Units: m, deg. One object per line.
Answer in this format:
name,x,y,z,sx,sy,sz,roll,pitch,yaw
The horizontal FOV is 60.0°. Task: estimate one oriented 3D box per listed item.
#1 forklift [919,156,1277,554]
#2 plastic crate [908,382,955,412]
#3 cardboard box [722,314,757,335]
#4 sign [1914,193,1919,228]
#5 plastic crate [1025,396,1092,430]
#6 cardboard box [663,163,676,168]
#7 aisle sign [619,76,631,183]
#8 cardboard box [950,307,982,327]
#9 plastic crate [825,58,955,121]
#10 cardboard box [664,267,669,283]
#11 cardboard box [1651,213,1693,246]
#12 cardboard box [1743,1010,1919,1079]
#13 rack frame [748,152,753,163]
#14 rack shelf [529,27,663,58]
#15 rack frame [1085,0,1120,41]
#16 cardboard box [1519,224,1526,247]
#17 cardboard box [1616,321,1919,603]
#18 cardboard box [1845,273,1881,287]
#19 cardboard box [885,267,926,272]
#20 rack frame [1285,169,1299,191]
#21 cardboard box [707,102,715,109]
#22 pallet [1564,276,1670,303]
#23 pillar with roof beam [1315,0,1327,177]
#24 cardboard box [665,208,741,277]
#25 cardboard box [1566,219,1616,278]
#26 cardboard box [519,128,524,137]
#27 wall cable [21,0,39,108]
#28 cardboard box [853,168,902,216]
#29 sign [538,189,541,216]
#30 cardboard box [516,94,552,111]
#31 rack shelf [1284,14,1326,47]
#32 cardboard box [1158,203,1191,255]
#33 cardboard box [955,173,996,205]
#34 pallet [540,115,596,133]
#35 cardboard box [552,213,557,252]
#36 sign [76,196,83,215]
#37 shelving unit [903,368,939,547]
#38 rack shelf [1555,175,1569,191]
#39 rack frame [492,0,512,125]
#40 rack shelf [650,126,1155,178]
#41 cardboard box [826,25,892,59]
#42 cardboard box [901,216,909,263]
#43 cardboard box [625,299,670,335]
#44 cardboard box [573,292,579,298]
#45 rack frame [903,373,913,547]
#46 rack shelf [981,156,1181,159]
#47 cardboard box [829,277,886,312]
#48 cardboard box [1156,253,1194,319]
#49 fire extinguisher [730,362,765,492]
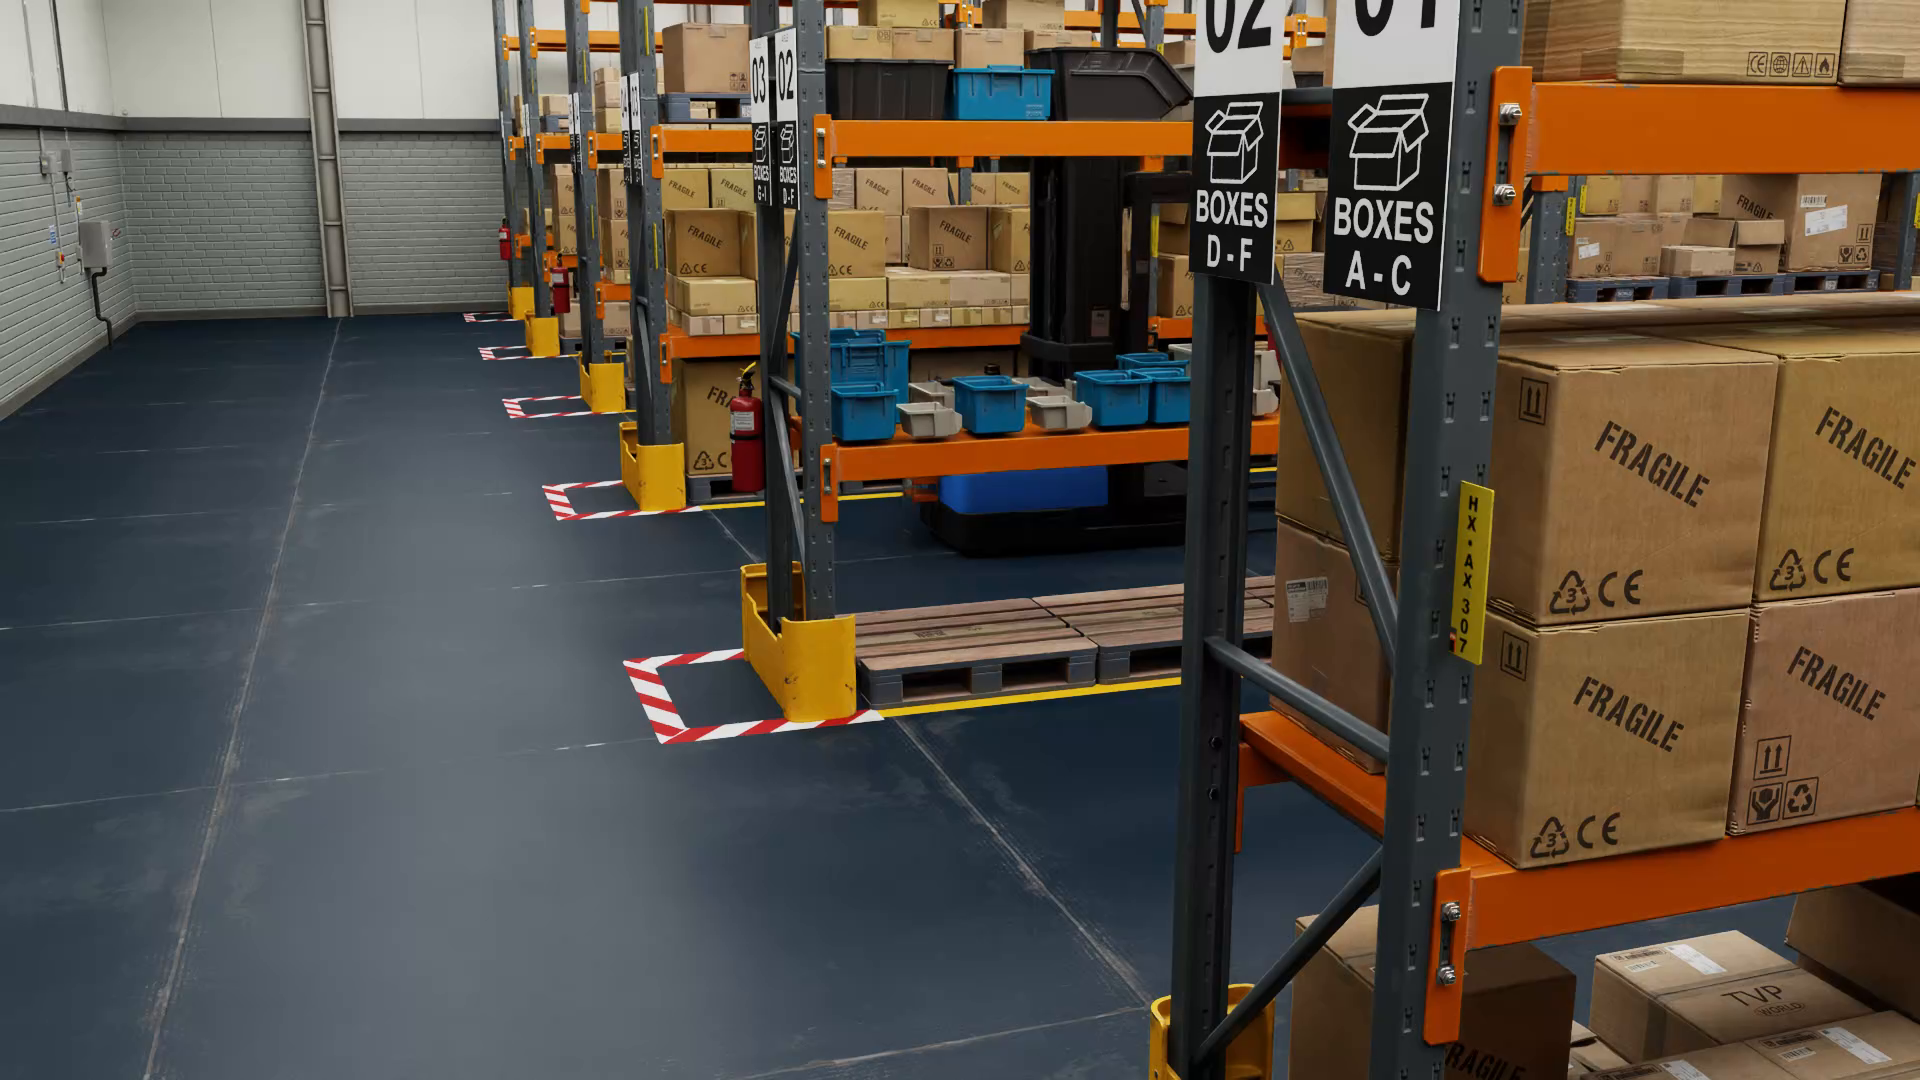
forklift,1.285,-1.505,11.638,3.031,2.935,1.130,-4,14,-17
plastic crate,-0.102,-0.725,8.651,0.243,0.136,0.396,-4,14,-18
cardboard box,-1.713,-1.662,12.690,0.250,0.149,0.380,-5,14,-19
sign,9.157,-3.138,15.853,0.005,0.325,0.100,-4,14,-18
plastic crate,0.495,-0.627,8.237,0.298,0.136,0.250,-4,14,-18
cardboard box,-3.899,-4.893,21.953,0.250,0.149,0.380,-4,14,-18
aisle sign,-2.561,-3.136,12.727,0.004,0.787,0.394,-4,14,-18
cardboard box,-0.008,-1.795,13.248,0.250,0.149,0.380,-5,14,-19
plastic crate,-0.364,-2.088,7.738,0.590,0.269,0.497,-4,14,-18
cardboard box,-2.972,-2.772,17.357,0.250,0.149,0.380,-5,14,-20
cardboard box,8.899,-3.954,21.461,0.550,0.550,0.875,-4,14,-18
cardboard box,2.312,1.434,4.123,0.500,0.250,0.500,-4,14,-18
rack frame,-3.353,-5.368,27.728,0.127,3.000,1.000,-4,14,-18
rack shelf,-3.662,-6.506,21.967,4.000,0.370,1.077,-4,14,-18
rack frame,2.024,-7.493,23.700,0.127,3.000,1.000,-4,14,-18
cardboard box,6.602,-3.706,20.525,0.500,0.500,0.500,-5,14,-19
cardboard box,1.756,-0.188,3.575,0.500,0.500,0.500,-4,14,-17
cardboard box,9.086,-2.655,16.864,0.250,0.149,0.380,-4,14,-18
cardboard box,-0.567,-2.091,13.632,0.500,0.250,0.500,-4,14,-18
rack frame,3.699,-3.497,19.861,0.127,3.000,1.000,-4,14,-18
cardboard box,-2.407,-4.585,17.196,0.500,0.250,0.500,-4,14,-17
pallet,5.826,-2.384,15.598,1.003,0.211,1.213,-4,14,-18
pillar with roof beam,8.446,-8.374,27.403,0.400,9.000,9.100,-4,14,-18
cardboard box,-2.019,-2.341,13.064,0.500,0.500,0.500,-4,14,-17
cardboard box,5.684,-2.703,15.401,0.500,0.500,0.500,-6,15,-25
cardboard box,-6.768,-6.382,26.054,0.250,0.149,0.380,-4,14,-17
wall cable,-10.859,-6.421,19.193,0.029,3.000,0.463,-4,14,-18
cardboard box,-0.940,-3.748,17.898,0.500,0.500,0.500,-5,14,-20
sign,-5.387,-4.322,21.289,0.005,0.325,0.100,-4,14,-18
cardboard box,-6.644,-6.825,25.971,0.500,0.250,0.500,-5,14,-19
rack shelf,5.594,-6.018,19.917,4.000,0.370,1.077,-4,14,-18
cardboard box,1.997,-2.692,14.093,0.637,0.503,0.797,-5,14,-20
cardboard box,0.179,-4.904,23.400,0.500,0.500,0.500,-5,14,-19
pallet,-4.858,-5.458,21.815,1.213,0.211,1.003,-4,14,-18
cardboard box,-5.185,-4.127,22.294,0.500,0.500,0.500,-4,14,-18
sign,-11.605,-4.409,21.912,0.001,0.242,0.339,-4,14,-18
shelving unit,-0.272,-0.565,11.425,0.189,1.200,0.258,-4,14,-17
rack shelf,4.869,-2.277,9.805,4.000,0.370,1.077,-4,14,-18
rack frame,-7.144,-7.991,25.793,0.127,3.000,1.000,-4,14,-18
rack shelf,-0.502,-3.068,13.131,4.000,0.370,1.077,-4,14,-18
cardboard box,-0.875,-3.686,12.834,0.500,0.500,0.700,-5,14,-22
cardboard box,-0.461,-3.297,18.163,0.500,0.500,0.500,-4,14,-18
cardboard box,-4.099,-3.082,22.748,0.875,0.438,0.875,-4,14,-17
cardboard box,-6.119,-3.937,26.967,0.250,0.149,0.380,-5,14,-20
rack frame,-0.359,-0.559,11.399,0.006,1.200,0.240,-4,14,-17
rack shelf,2.333,-6.920,29.326,4.000,0.370,1.077,-4,14,-18
cardboard box,-0.888,-1.935,12.977,0.500,0.250,0.500,-5,14,-20
cardboard box,1.910,-2.134,13.916,0.500,0.500,0.500,-4,14,-18
fire extinguisher,-1.105,-0.594,8.631,0.183,0.674,0.296,-4,14,-18
